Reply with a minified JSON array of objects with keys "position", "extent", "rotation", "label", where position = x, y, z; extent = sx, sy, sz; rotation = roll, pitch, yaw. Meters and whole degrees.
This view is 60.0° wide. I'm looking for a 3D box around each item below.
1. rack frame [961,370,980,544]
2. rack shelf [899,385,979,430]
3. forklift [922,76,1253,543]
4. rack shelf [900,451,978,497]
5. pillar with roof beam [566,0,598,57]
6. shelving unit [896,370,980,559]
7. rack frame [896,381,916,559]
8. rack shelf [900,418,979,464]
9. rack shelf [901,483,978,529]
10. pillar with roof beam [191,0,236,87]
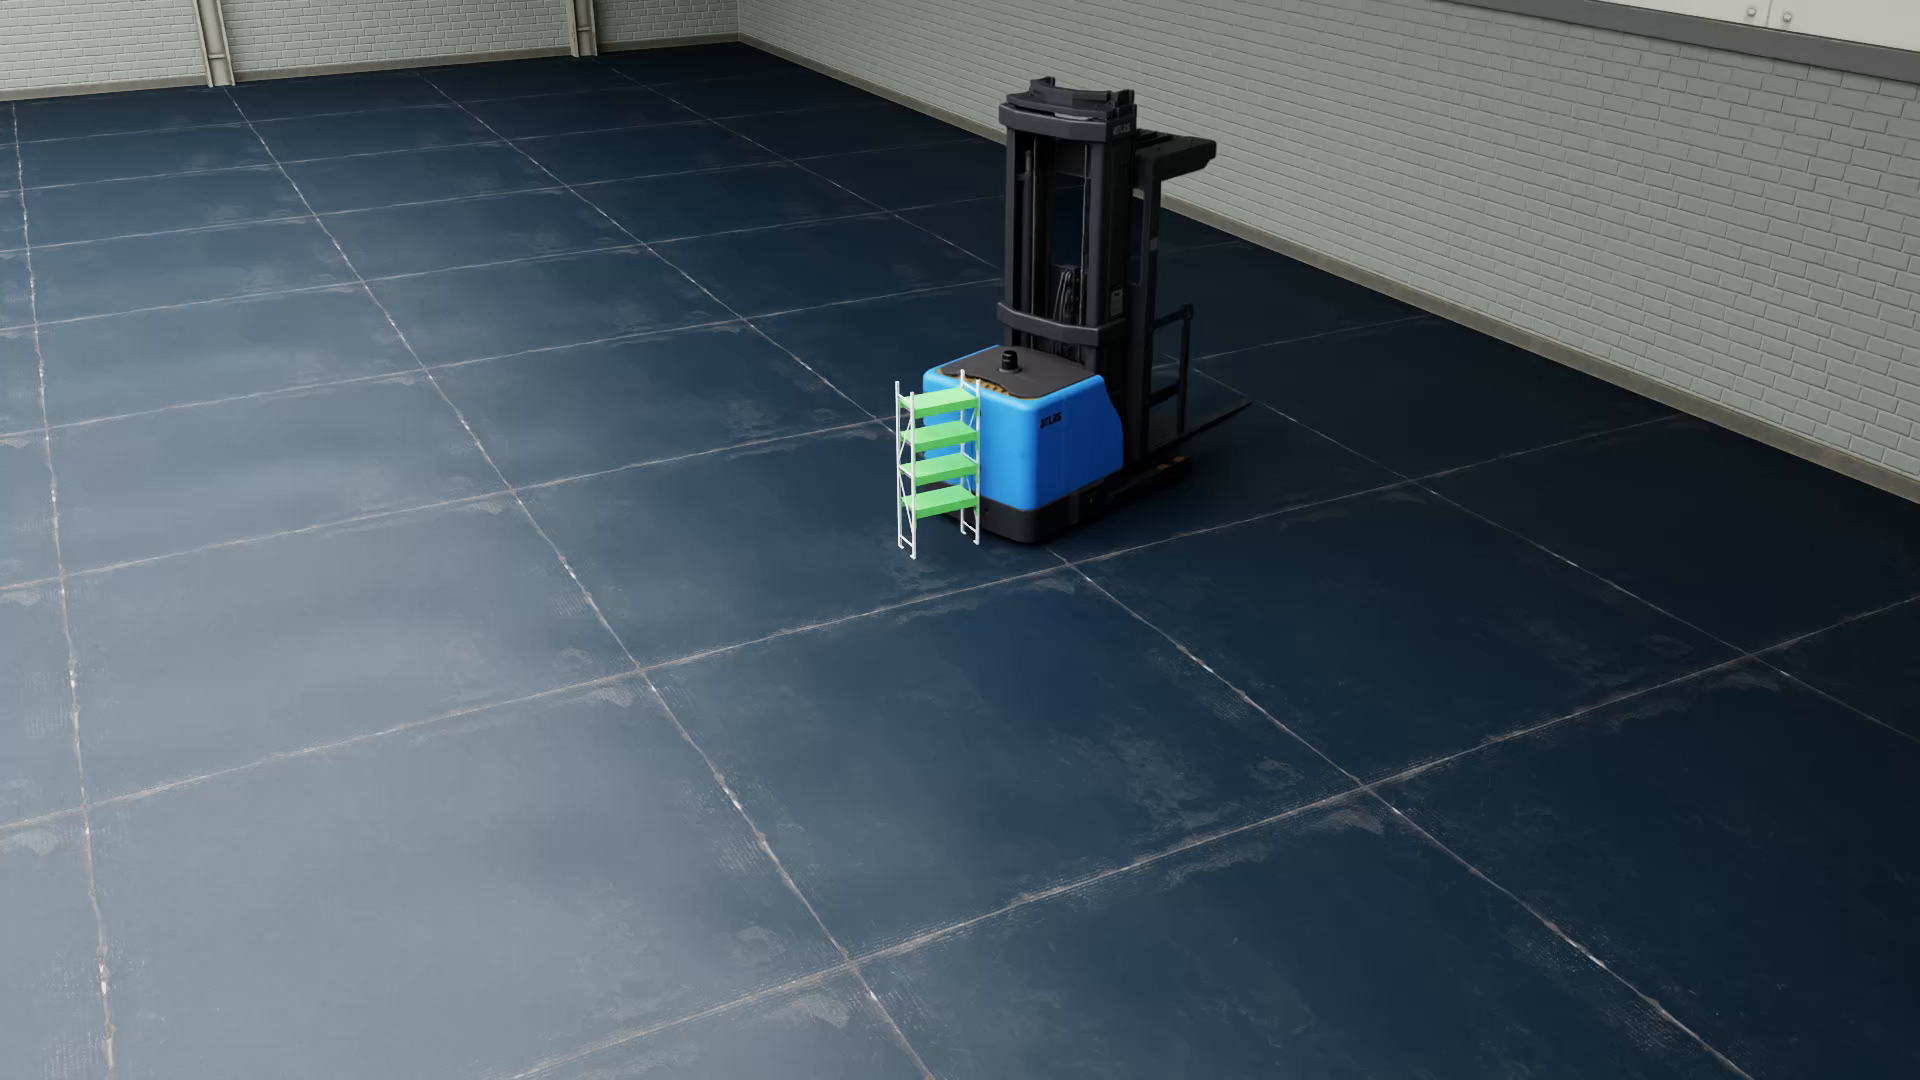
[{"position":[0.069,-0.557,11.326],"extent":[0.015,1.200,0.240],"rotation":[-13,29,-25],"label":"rack frame"},{"position":[-0.146,-0.882,11.042],"extent":[0.480,0.148,0.258],"rotation":[-13,29,-25],"label":"rack shelf"},{"position":[1.094,-1.854,12.028],"extent":[1.130,2.935,3.031],"rotation":[21,33,37],"label":"forklift"},{"position":[-0.146,-0.450,11.250],"extent":[0.480,0.148,0.258],"rotation":[-13,29,-25],"label":"rack shelf"},{"position":[-4.624,-11.000,24.067],"extent":[0.400,9.000,9.100],"rotation":[-13,29,-25],"label":"pillar with roof beam"},{"position":[-0.146,-0.507,11.222],"extent":[0.503,1.200,0.258],"rotation":[-13,29,-25],"label":"shelving unit"},{"position":[-0.361,-0.457,11.119],"extent":[0.015,1.200,0.240],"rotation":[-13,29,-25],"label":"rack frame"},{"position":[-0.146,-0.666,11.146],"extent":[0.480,0.148,0.258],"rotation":[-13,29,-25],"label":"rack shelf"},{"position":[-0.146,-0.233,11.354],"extent":[0.480,0.148,0.258],"rotation":[-13,29,-25],"label":"rack shelf"},{"position":[-9.918,-9.778,21.521],"extent":[0.400,9.000,9.100],"rotation":[-13,29,-25],"label":"pillar with roof beam"}]
